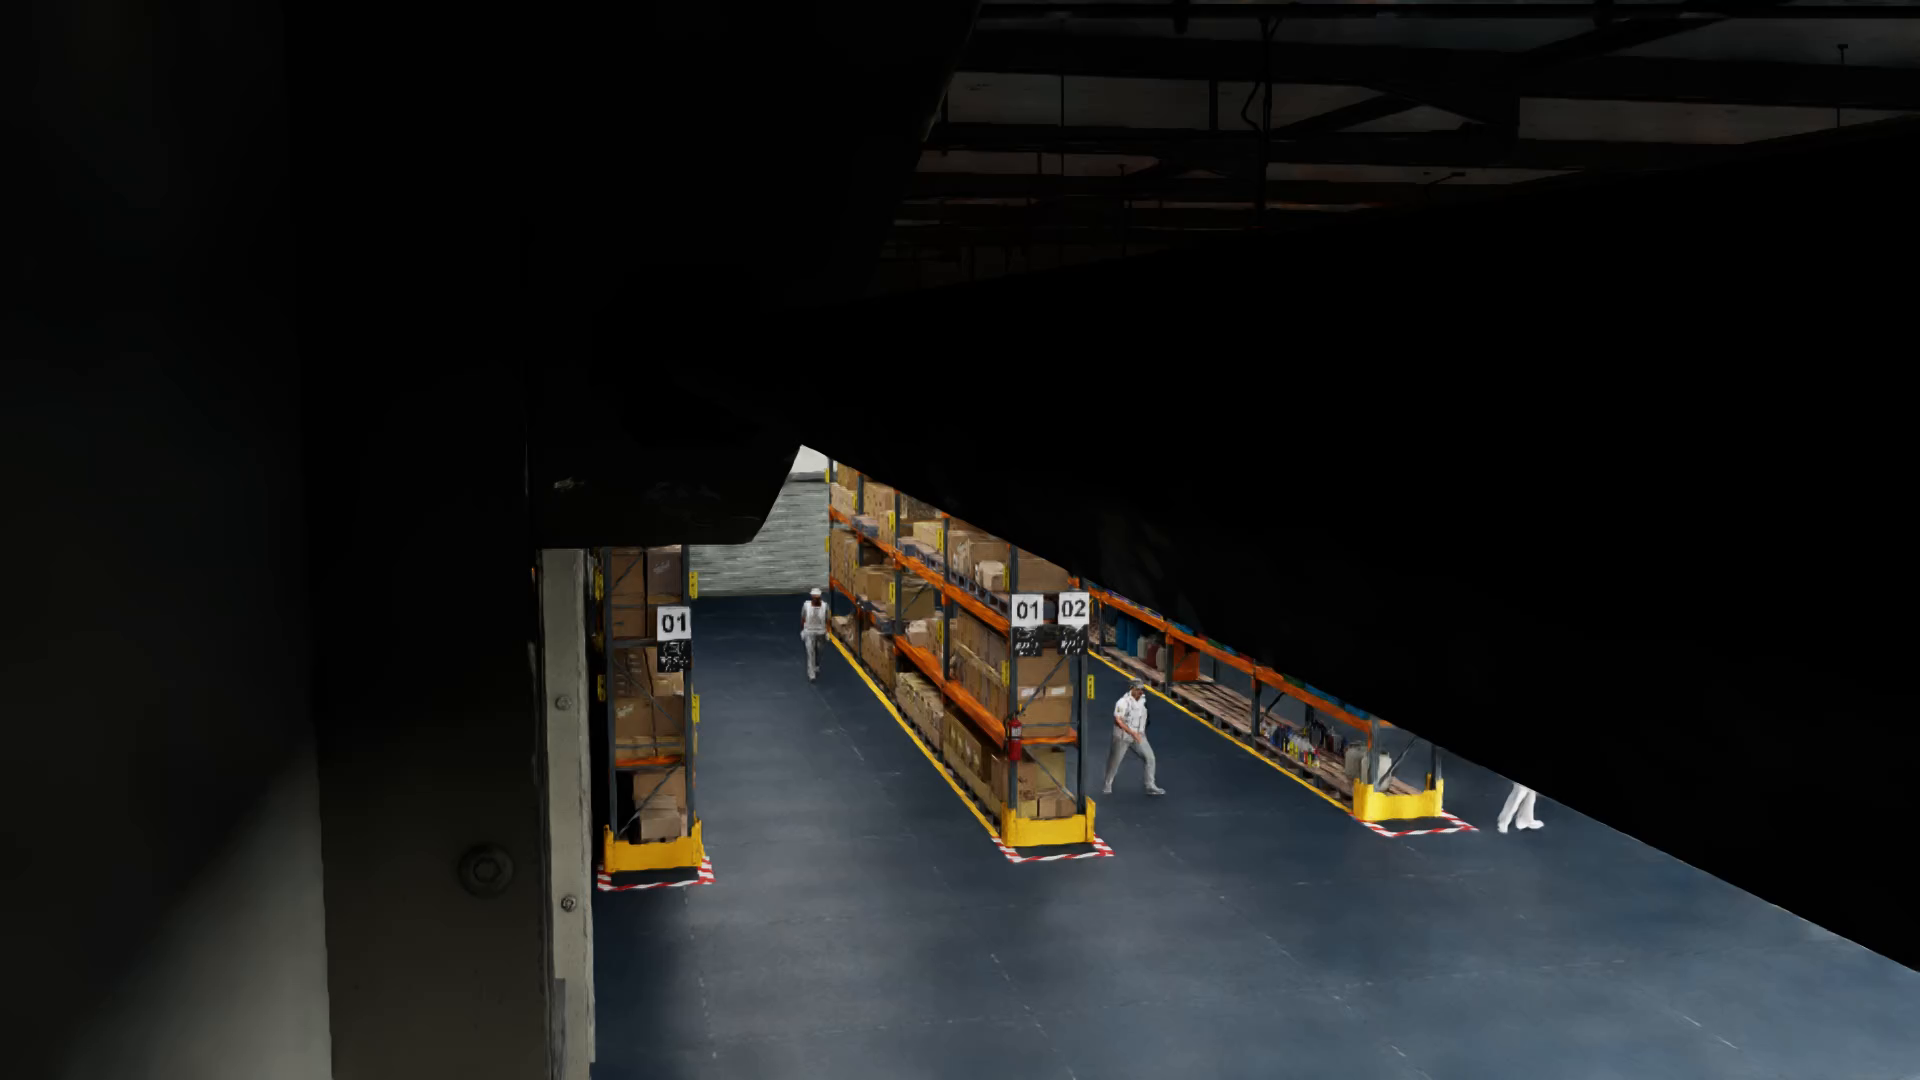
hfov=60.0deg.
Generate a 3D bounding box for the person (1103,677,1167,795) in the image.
[{"bbox_3d":[2.401,2.728,23.277,0.707,1.693,0.818,-4,8,-31],"label":"person"}]

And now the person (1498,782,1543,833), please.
[{"bbox_3d":[7.283,2.902,21.548,0.516,1.773,0.769,4,8,32],"label":"person"}]

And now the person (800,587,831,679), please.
[{"bbox_3d":[-2.716,1.736,31.449,0.564,1.705,1.111,-2,7,-14],"label":"person"}]
